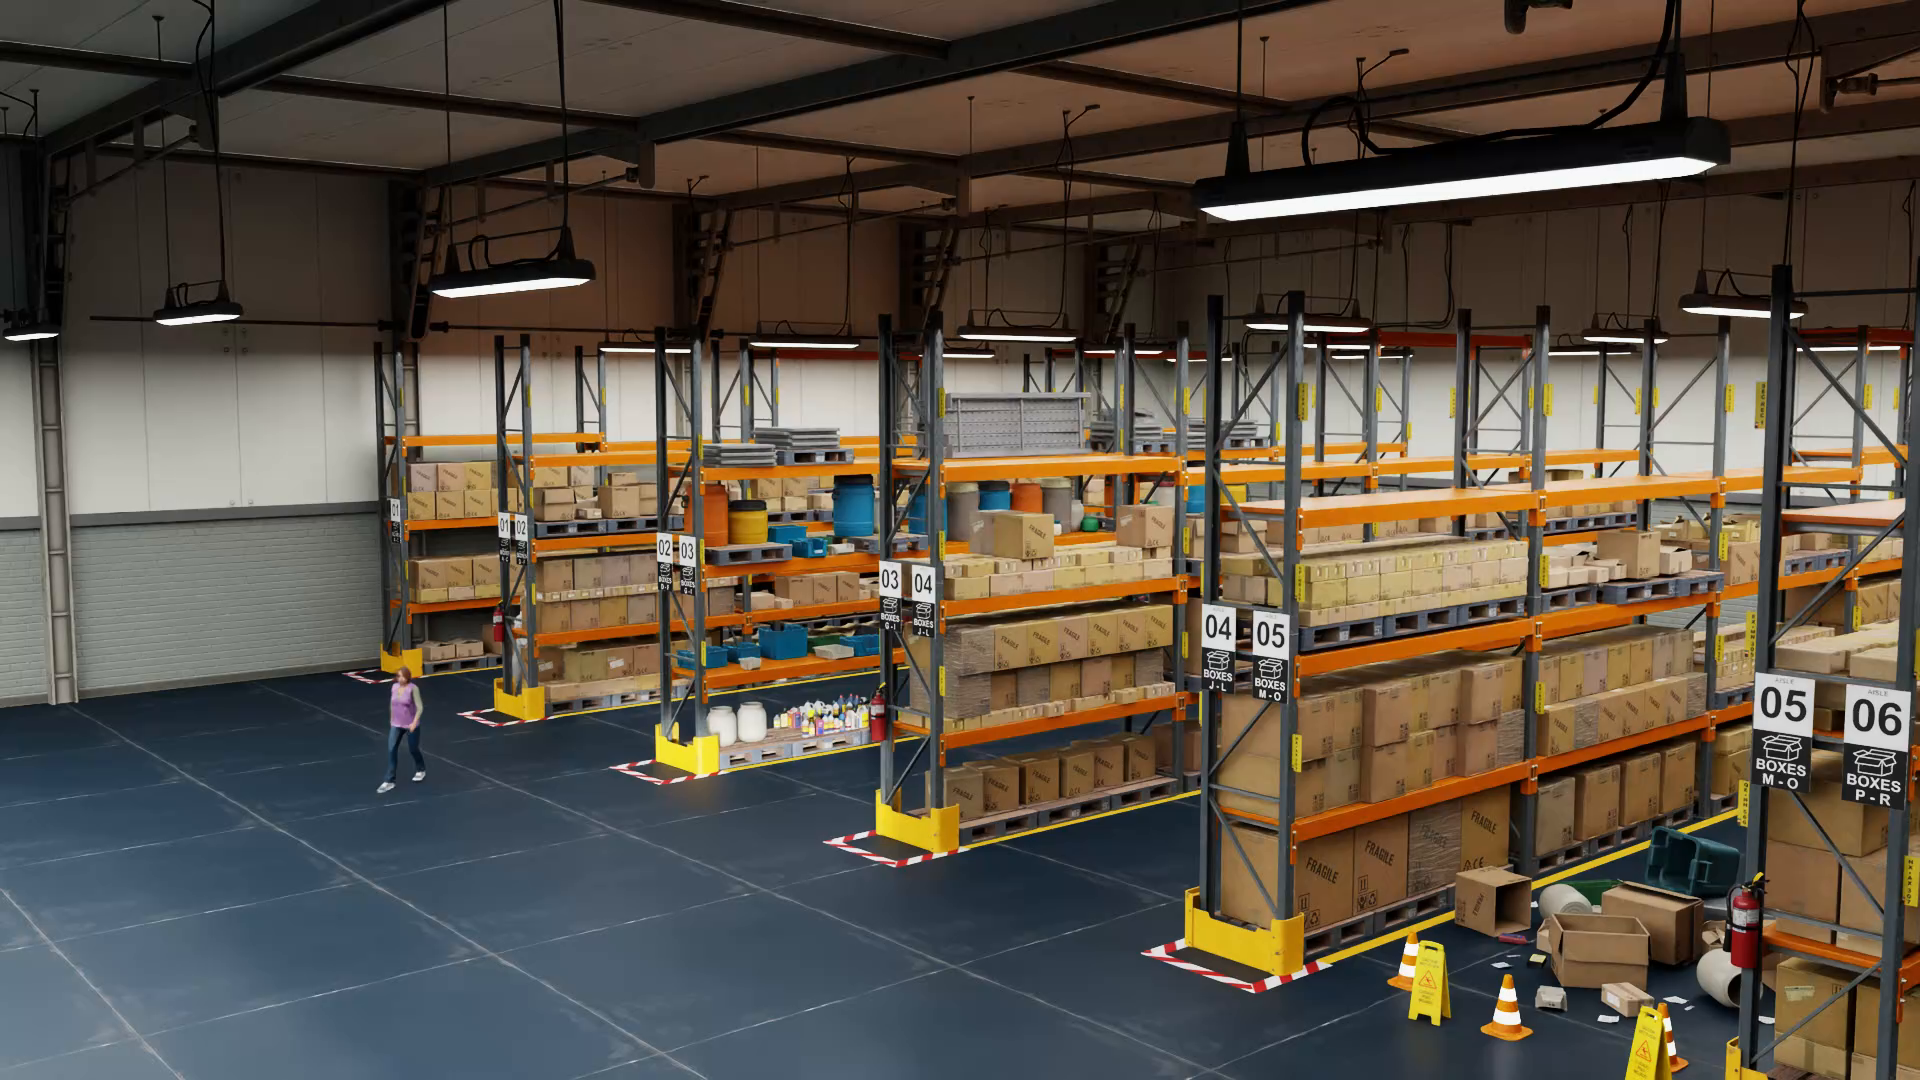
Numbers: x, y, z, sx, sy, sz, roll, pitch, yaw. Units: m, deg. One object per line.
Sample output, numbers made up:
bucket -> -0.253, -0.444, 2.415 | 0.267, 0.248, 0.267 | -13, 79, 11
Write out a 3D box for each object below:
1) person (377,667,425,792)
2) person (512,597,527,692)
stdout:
person -> -7.233, 2.423, 21.602 | 0.542, 1.574, 0.823 | 1, 5, 6
person -> -7.369, 1.782, 28.164 | 0.511, 1.660, 0.769 | 4, 7, 37
